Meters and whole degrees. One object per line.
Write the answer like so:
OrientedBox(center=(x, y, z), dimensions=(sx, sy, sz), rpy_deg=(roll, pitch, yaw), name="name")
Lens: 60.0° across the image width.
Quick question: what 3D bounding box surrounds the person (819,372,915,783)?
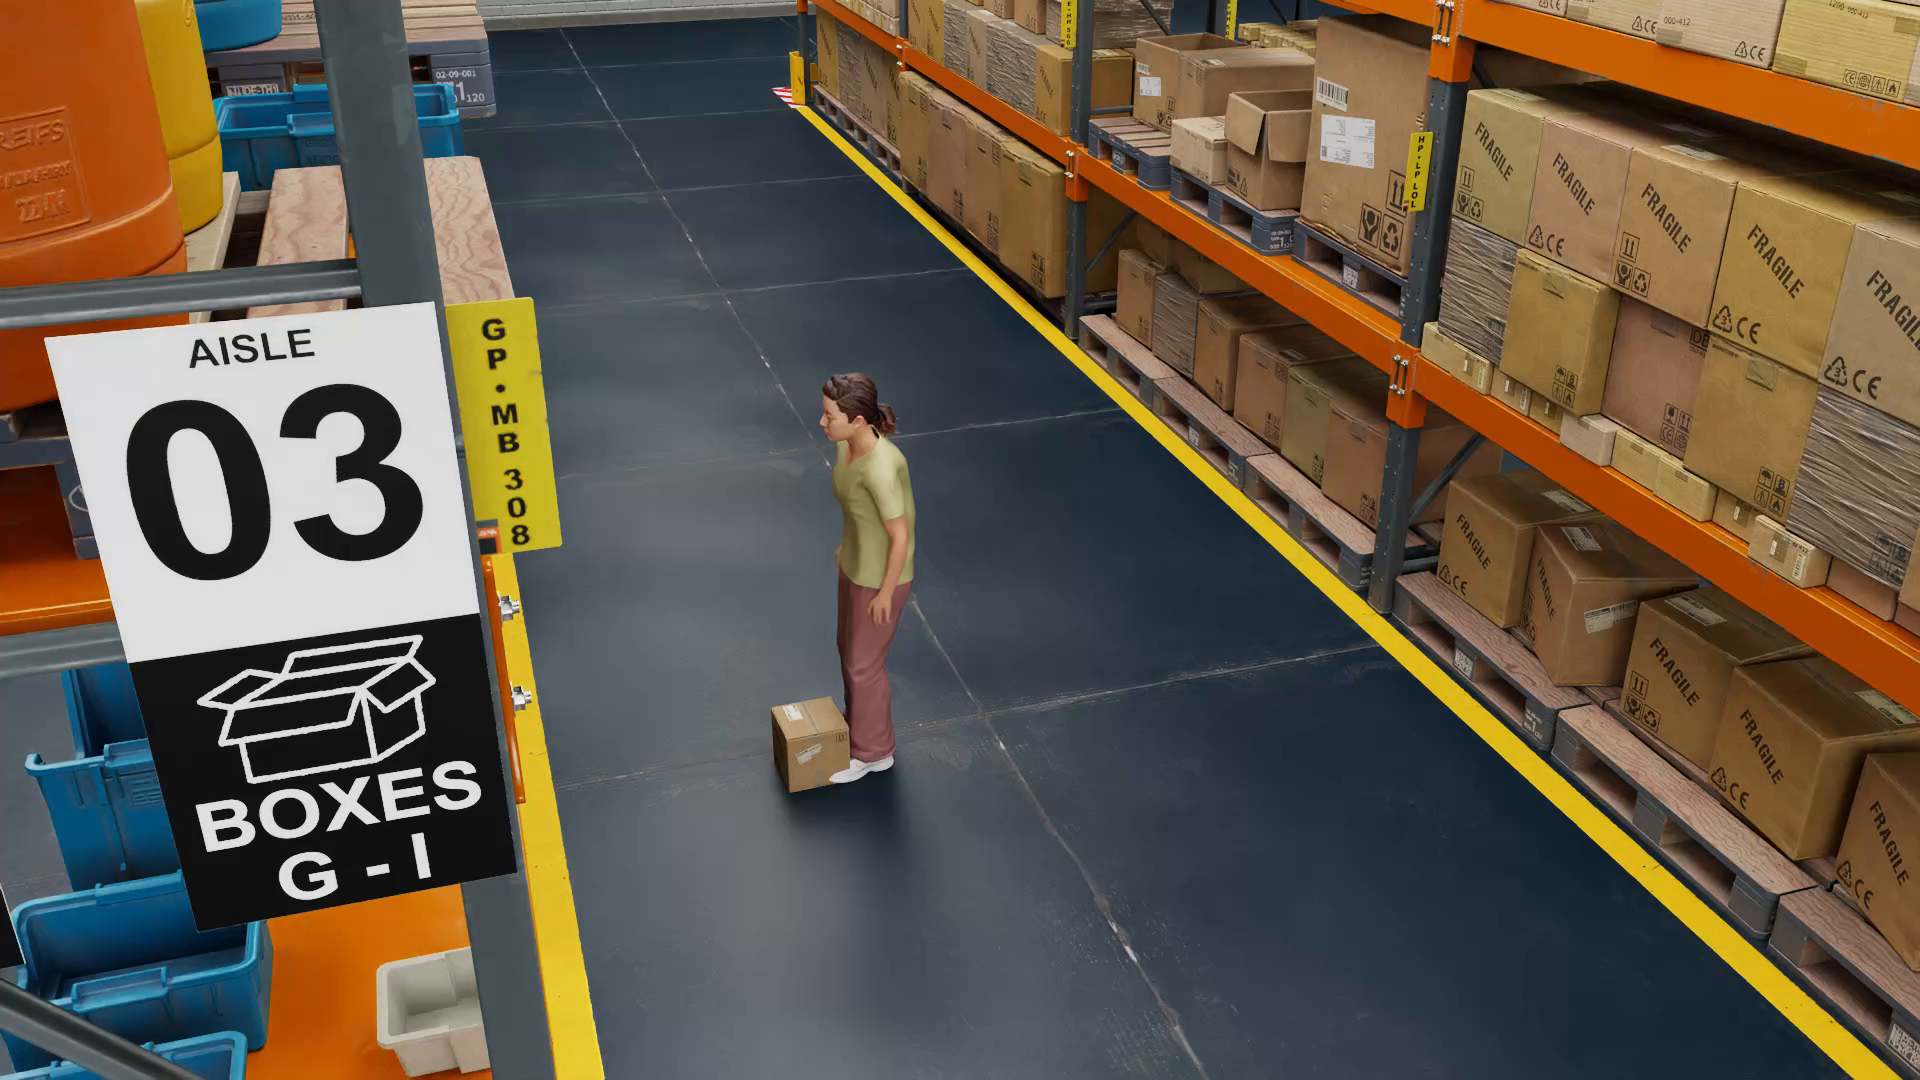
OrientedBox(center=(-0.384, 0.140, 6.335), dimensions=(0.408, 1.673, 0.519), rpy_deg=(-10, 28, -18), name="person")
